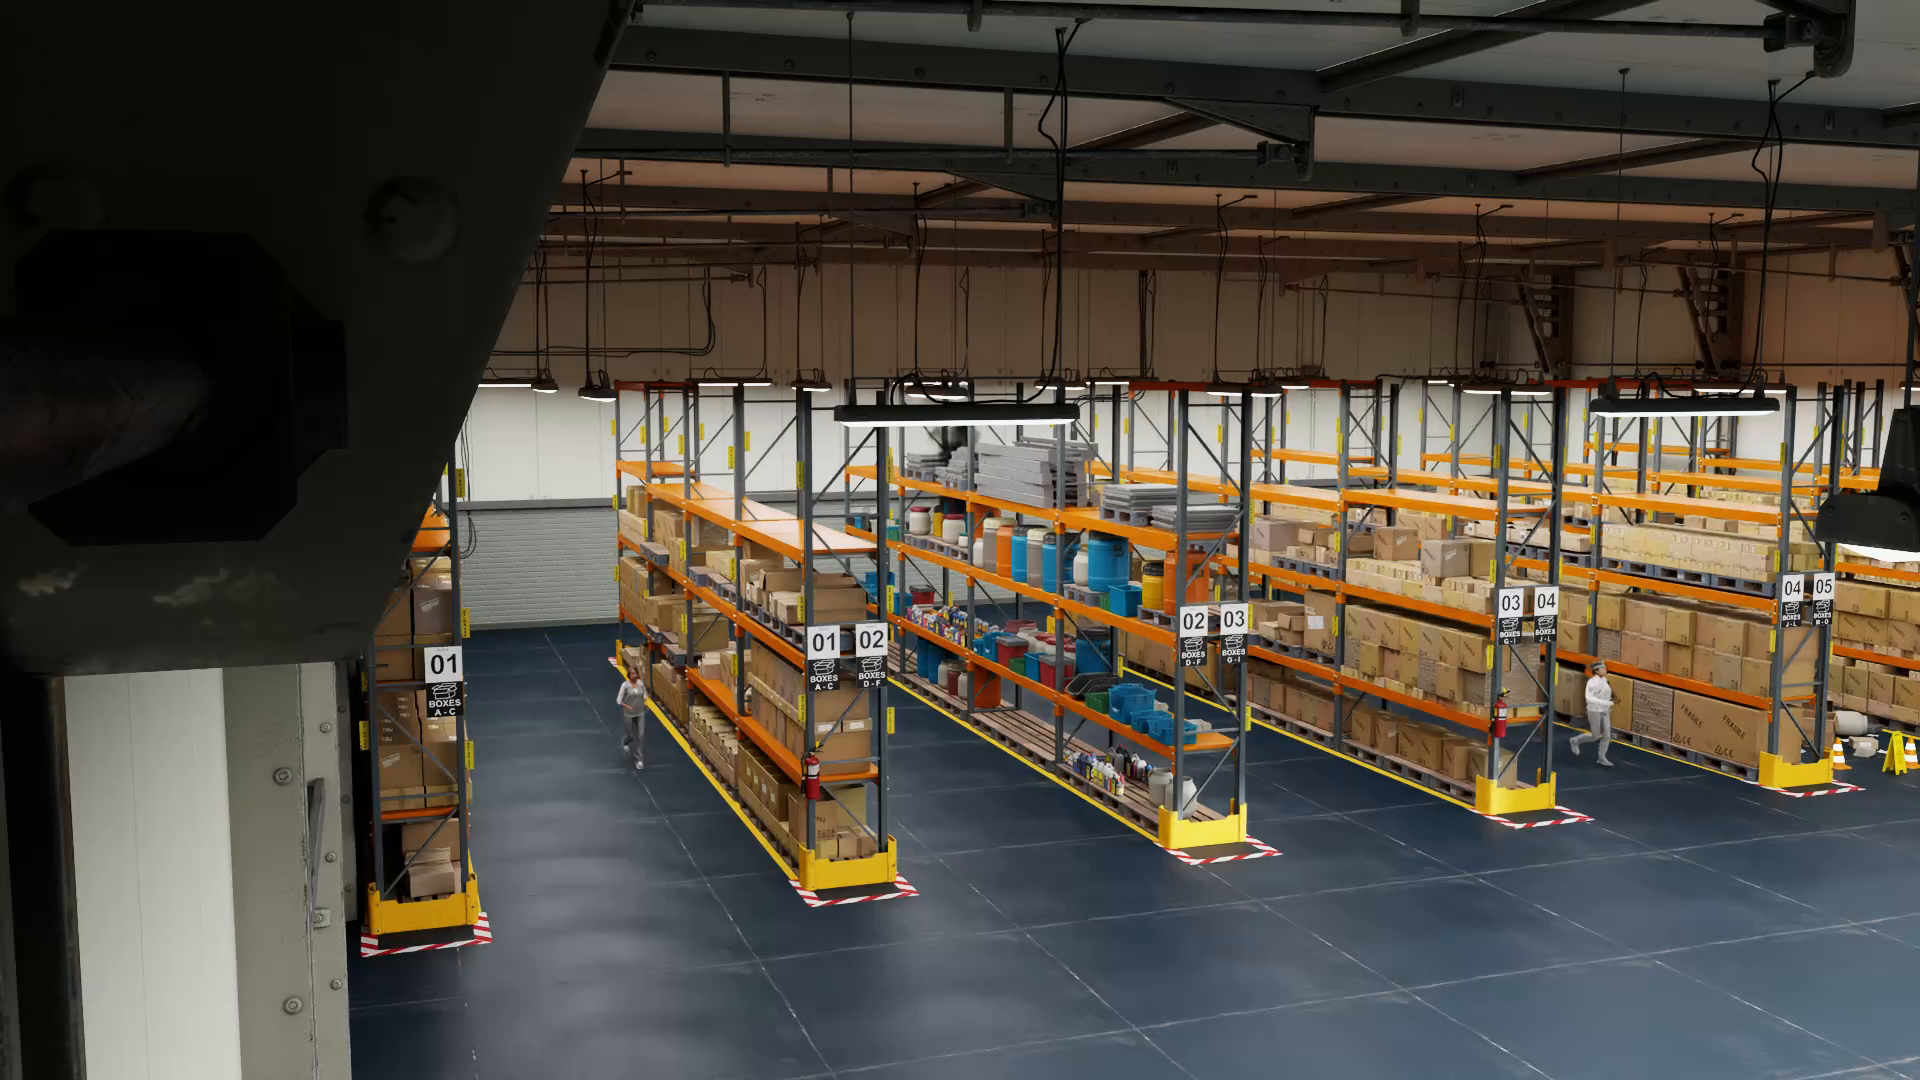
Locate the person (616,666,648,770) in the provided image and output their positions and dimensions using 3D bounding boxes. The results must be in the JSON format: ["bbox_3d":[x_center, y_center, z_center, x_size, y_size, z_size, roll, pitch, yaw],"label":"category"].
[{"bbox_3d":[-5.152,2.773,26.232,0.539,1.591,0.831,-3,7,-27],"label":"person"}]

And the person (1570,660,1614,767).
[{"bbox_3d":[10.078,2.710,26.387,0.620,1.669,0.738,-5,8,-37],"label":"person"}]
